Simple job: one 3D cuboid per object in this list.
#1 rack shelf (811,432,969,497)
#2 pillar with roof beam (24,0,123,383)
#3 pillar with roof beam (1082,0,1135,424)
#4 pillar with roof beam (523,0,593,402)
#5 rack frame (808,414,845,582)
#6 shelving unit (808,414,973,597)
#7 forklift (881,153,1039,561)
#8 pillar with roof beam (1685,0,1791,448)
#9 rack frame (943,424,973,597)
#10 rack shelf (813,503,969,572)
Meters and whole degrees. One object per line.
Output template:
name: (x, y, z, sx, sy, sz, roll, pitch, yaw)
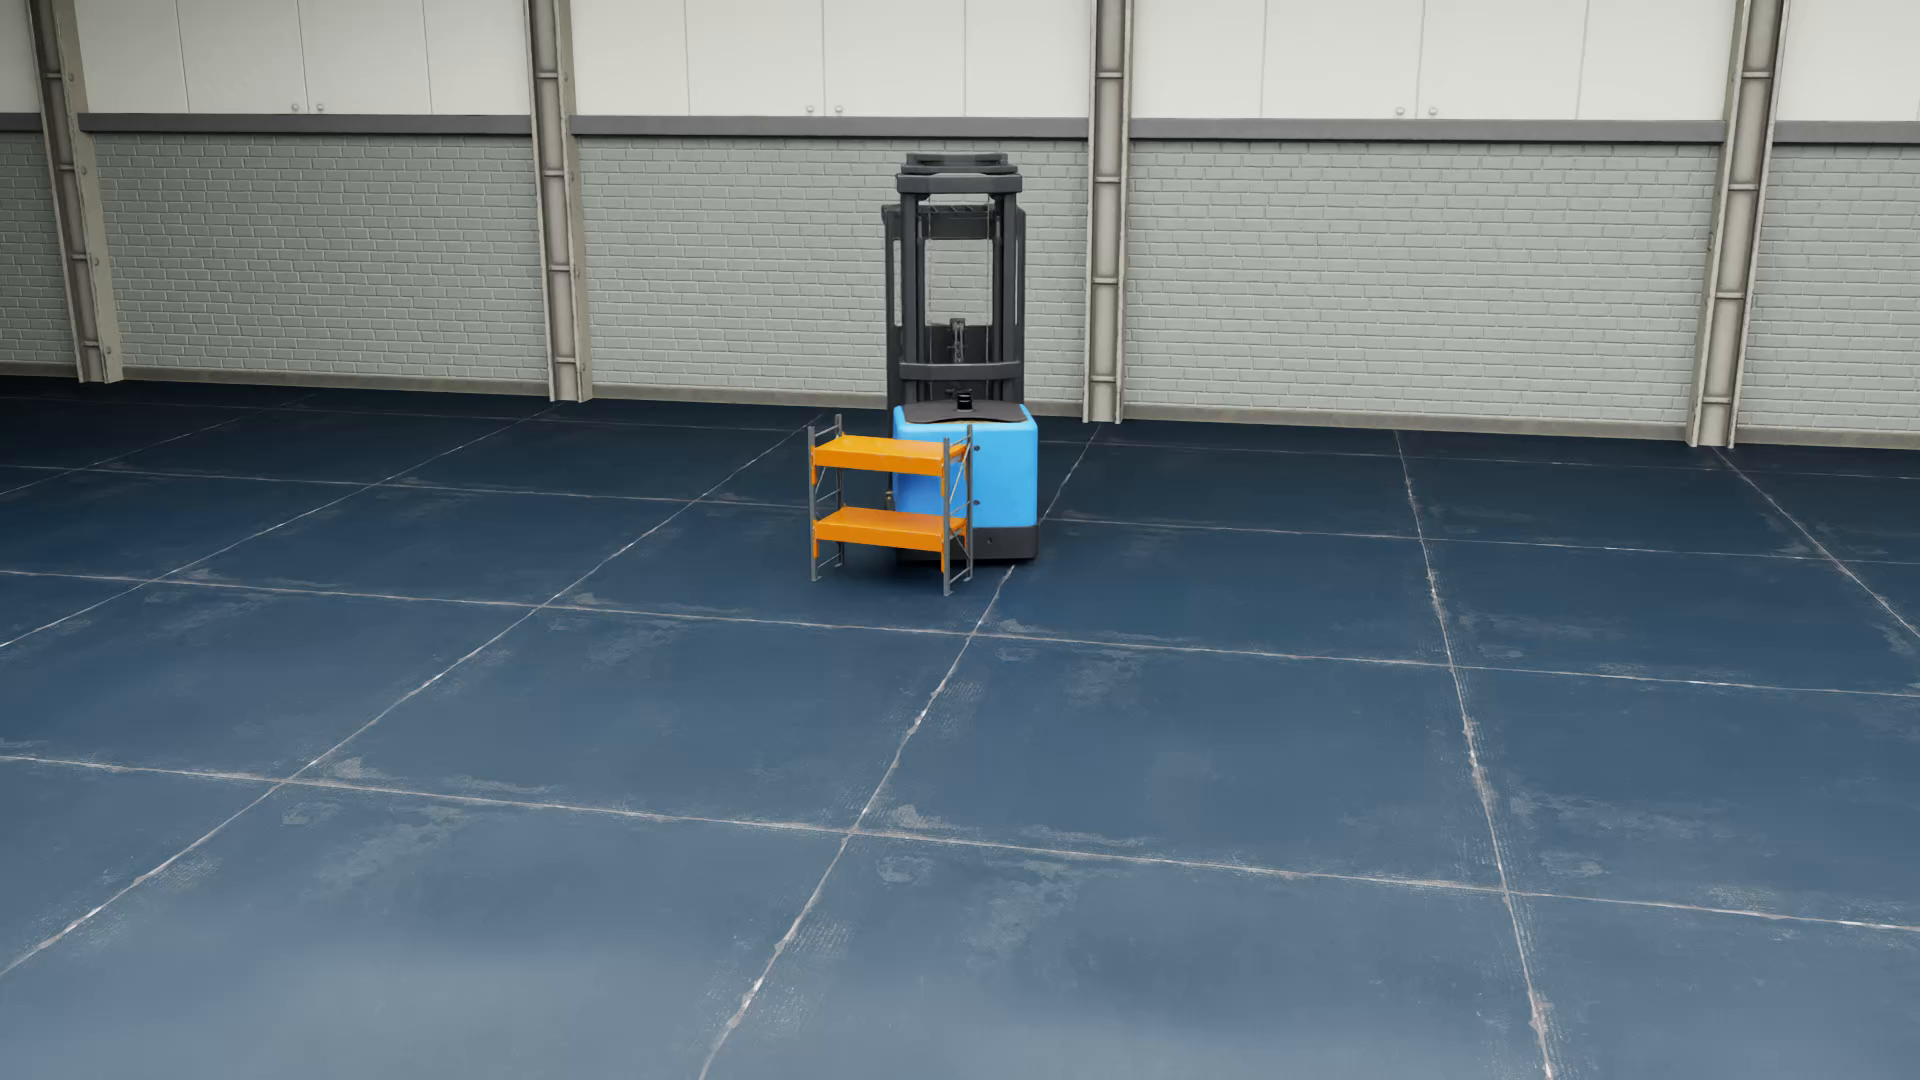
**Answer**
rack shelf: (-0.487, -0.542, 11.745, 1.000, 0.278, 0.538, 6, 17, 20)
pillar with roof beam: (-11.107, -5.115, 14.599, 0.400, 9.000, 9.100, 3, 16, 11)
pillar with roof beam: (0.653, -4.476, 12.294, 0.400, 9.000, 9.100, 3, 16, 11)
pillar with roof beam: (-5.227, -4.795, 13.447, 0.400, 9.000, 9.100, 3, 16, 11)
rack frame: (-0.962, -0.308, 11.997, 0.032, 1.125, 0.500, 6, 17, 20)
shelving unit: (-0.487, -0.260, 11.823, 1.048, 1.125, 0.538, 6, 17, 20)
forklift: (-0.058, -1.603, 13.288, 1.130, 2.935, 3.031, -1, 16, -5)
pillar with roof beam: (6.532, -4.157, 11.142, 0.400, 9.000, 9.100, 3, 16, 11)
rack frame: (-0.012, -0.211, 11.648, 0.032, 1.125, 0.500, 6, 17, 20)
rack shelf: (-0.487, -0.024, 11.888, 1.000, 0.278, 0.538, 6, 17, 20)
